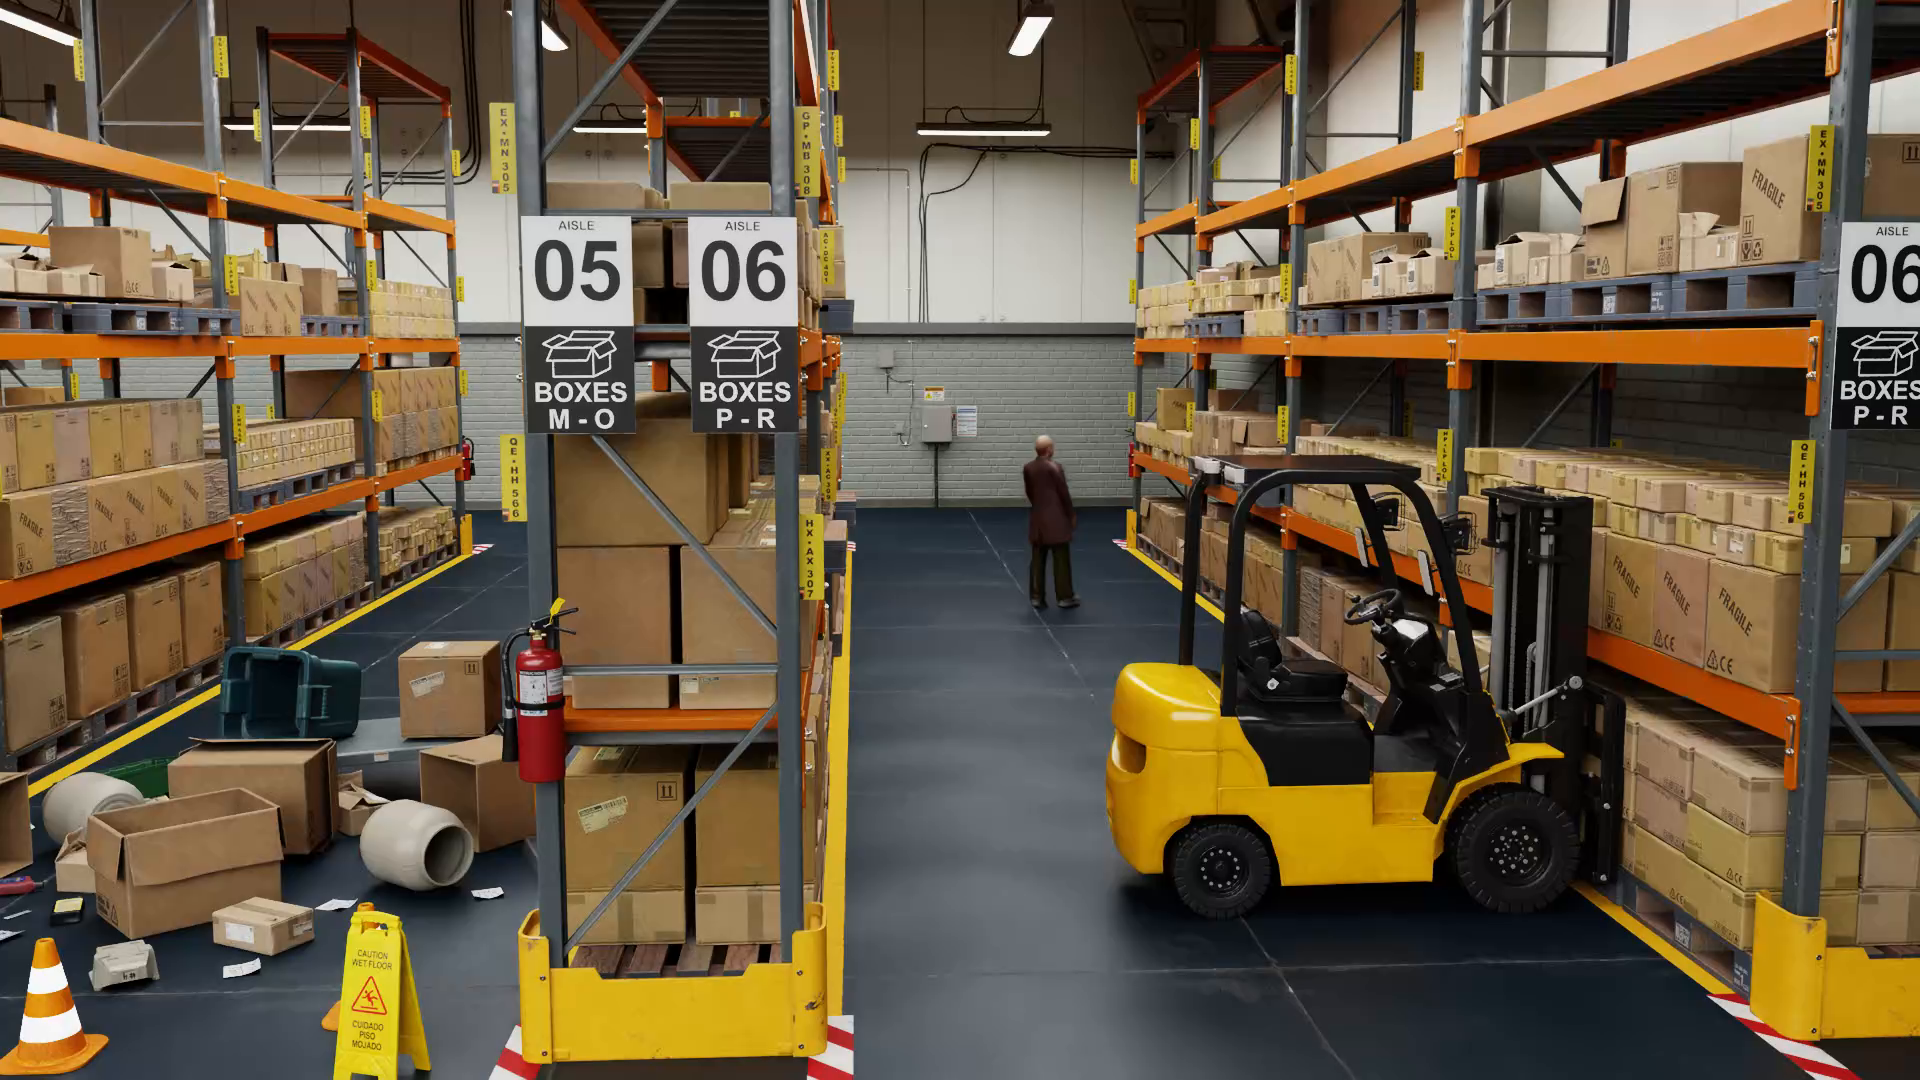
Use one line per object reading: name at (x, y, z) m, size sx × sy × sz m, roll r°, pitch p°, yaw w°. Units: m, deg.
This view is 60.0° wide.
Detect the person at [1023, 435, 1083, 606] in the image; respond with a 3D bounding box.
person at (0.988, -0.208, 17.401) m, size 0.536 × 1.786 × 0.577 m, roll -6°, pitch 9°, yaw -41°
